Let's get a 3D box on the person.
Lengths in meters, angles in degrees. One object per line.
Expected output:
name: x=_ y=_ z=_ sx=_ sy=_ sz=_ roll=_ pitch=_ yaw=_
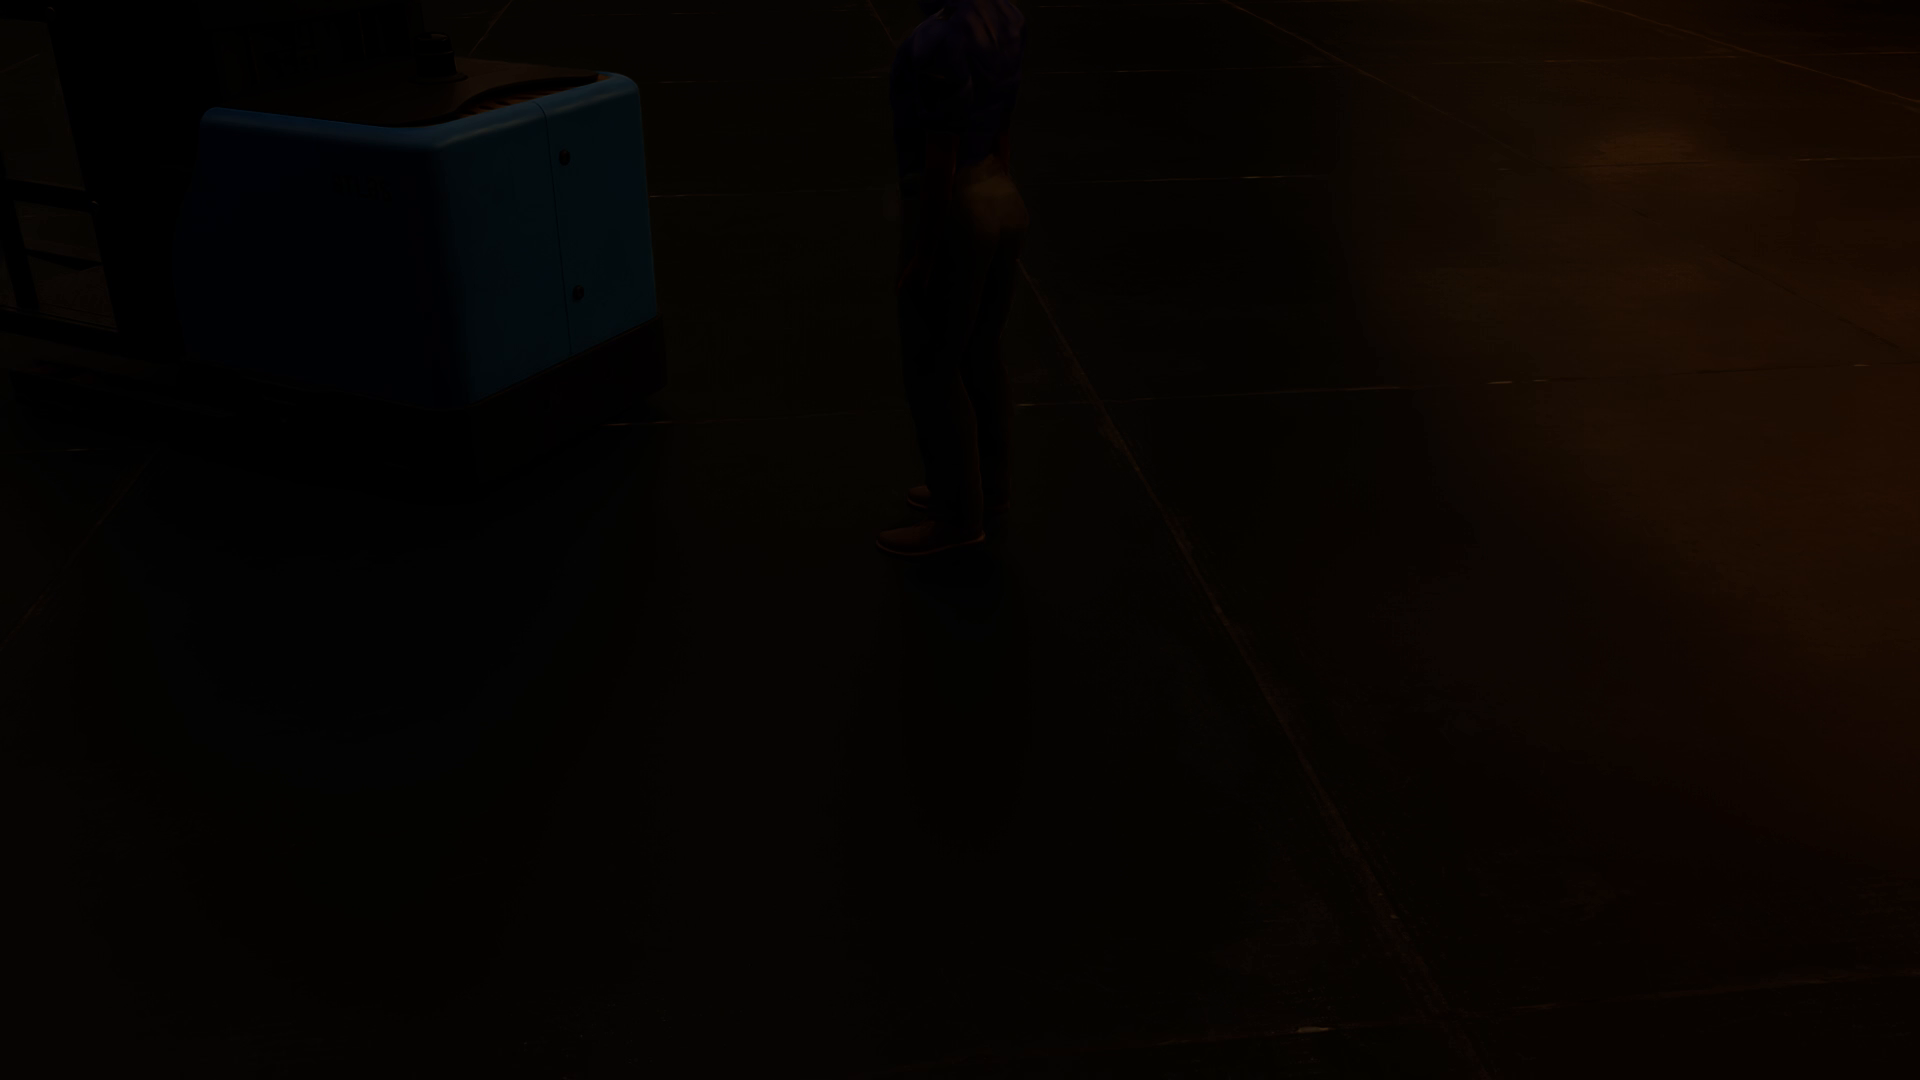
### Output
person: x=-0.038 y=-0.773 z=4.219 sx=0.345 sy=1.659 sz=0.466 roll=12 pitch=28 yaw=24

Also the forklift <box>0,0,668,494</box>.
forklift: x=-2.522 y=-1.882 z=5.134 sx=3.031 sy=2.935 sz=1.130 roll=12 pitch=28 yaw=24
